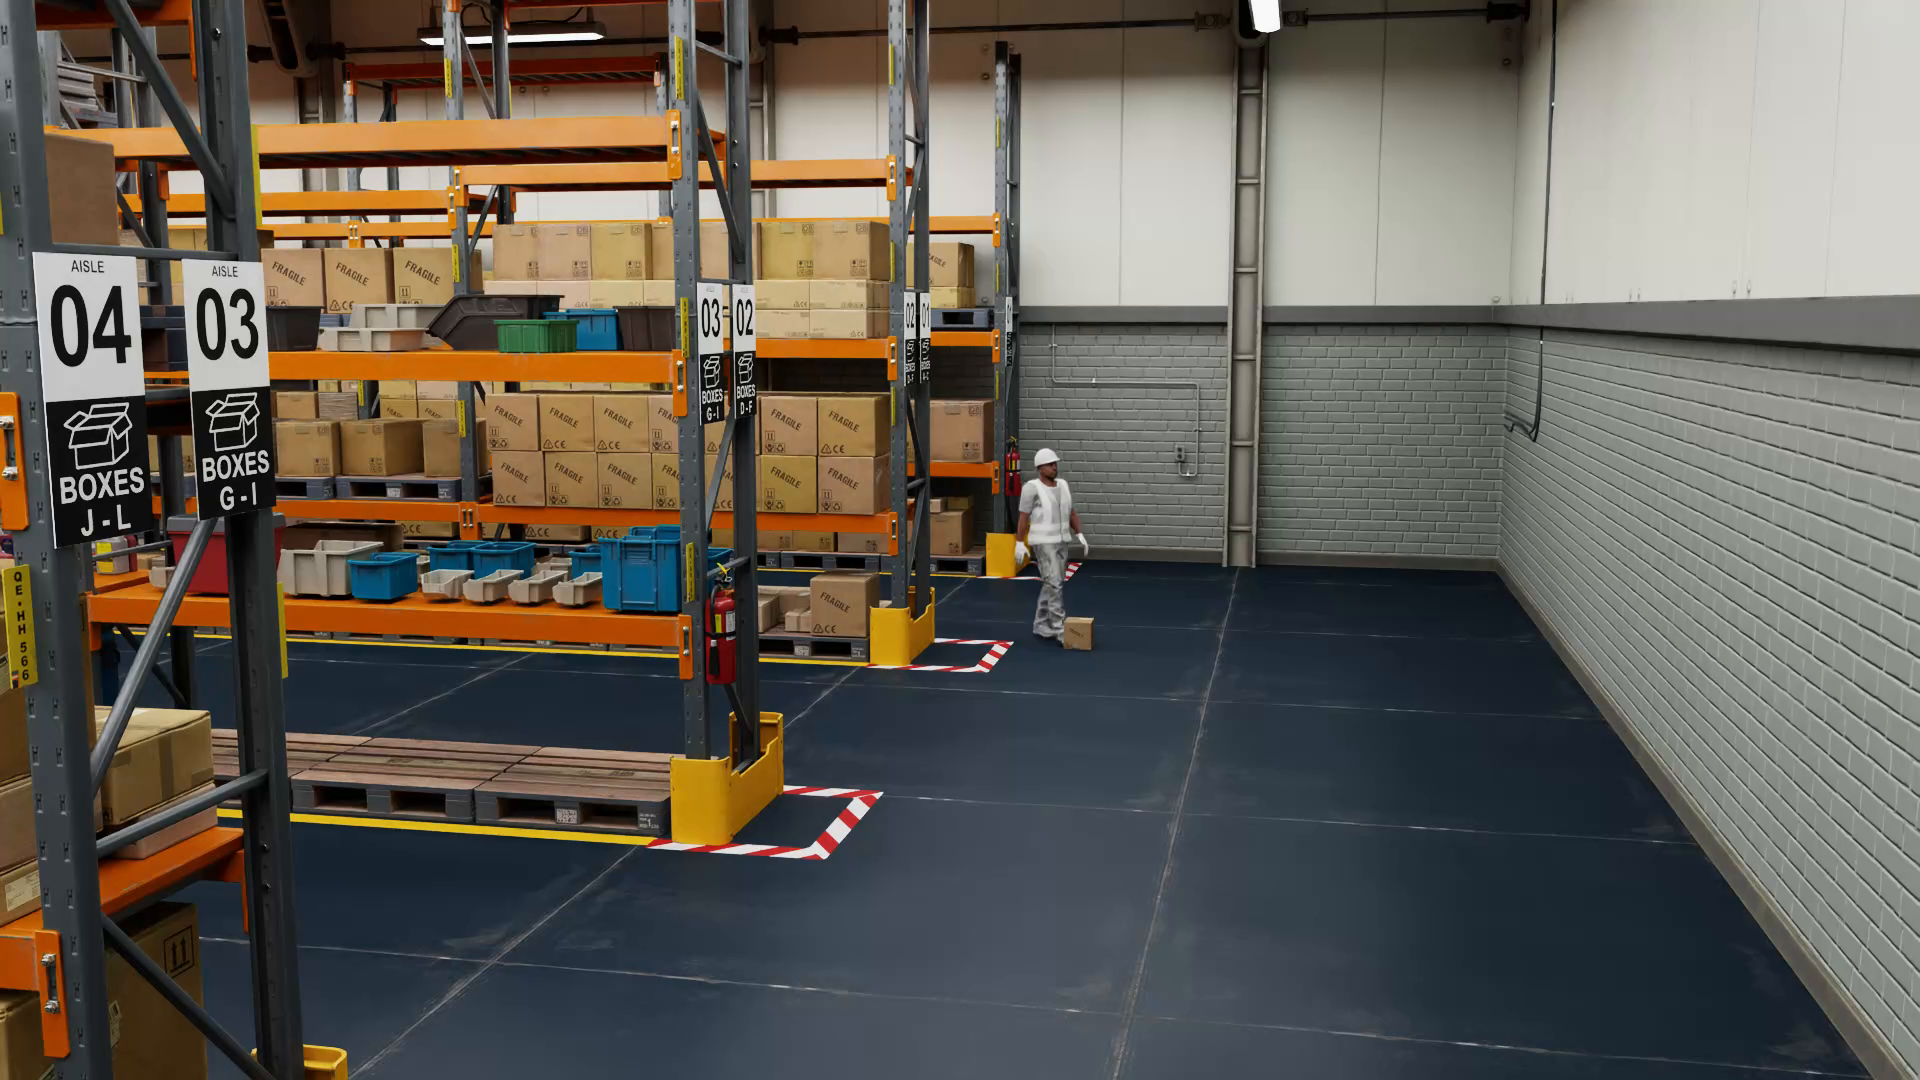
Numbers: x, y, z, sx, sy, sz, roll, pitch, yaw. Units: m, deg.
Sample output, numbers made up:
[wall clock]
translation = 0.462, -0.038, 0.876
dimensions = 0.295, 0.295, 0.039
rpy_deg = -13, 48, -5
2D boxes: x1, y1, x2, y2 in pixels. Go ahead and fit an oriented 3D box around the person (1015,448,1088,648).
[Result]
[person]
translation = 0.936, 0.052, 15.299
dimensions = 0.621, 1.773, 0.737
rpy_deg = -7, 11, -43
